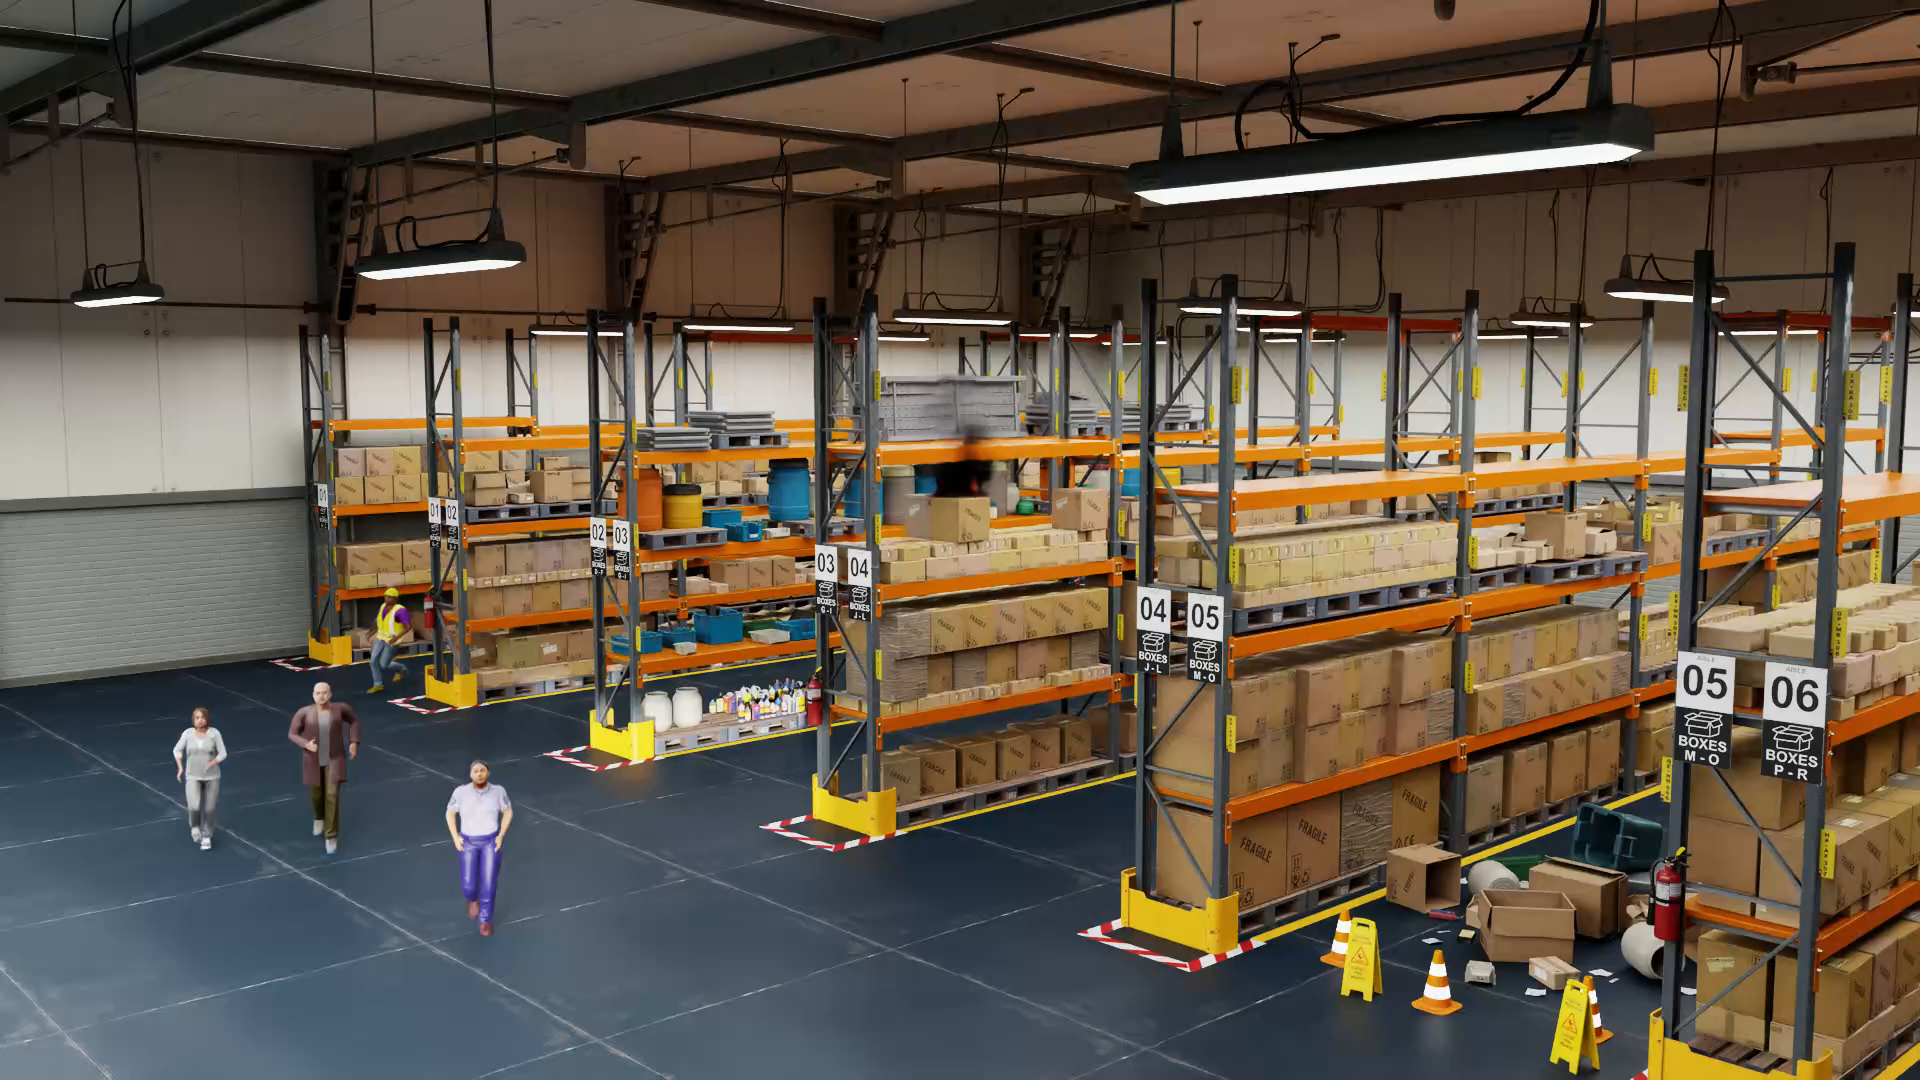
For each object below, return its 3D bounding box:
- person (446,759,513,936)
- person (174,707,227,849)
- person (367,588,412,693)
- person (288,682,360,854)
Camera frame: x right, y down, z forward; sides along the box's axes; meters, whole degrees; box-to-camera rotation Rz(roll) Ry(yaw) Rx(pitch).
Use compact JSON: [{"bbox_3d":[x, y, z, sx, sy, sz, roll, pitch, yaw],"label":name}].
[{"bbox_3d":[-4.451,2.820,15.428,0.596,1.614,0.537,-1,6,-14],"label":"person"},{"bbox_3d":[-8.168,2.581,17.900,0.522,1.559,0.549,-3,6,-24],"label":"person"},{"bbox_3d":[-9.211,1.619,26.904,0.744,1.705,0.628,3,6,26],"label":"person"},{"bbox_3d":[-6.950,2.440,18.203,0.732,1.806,0.947,-2,6,-19],"label":"person"}]
